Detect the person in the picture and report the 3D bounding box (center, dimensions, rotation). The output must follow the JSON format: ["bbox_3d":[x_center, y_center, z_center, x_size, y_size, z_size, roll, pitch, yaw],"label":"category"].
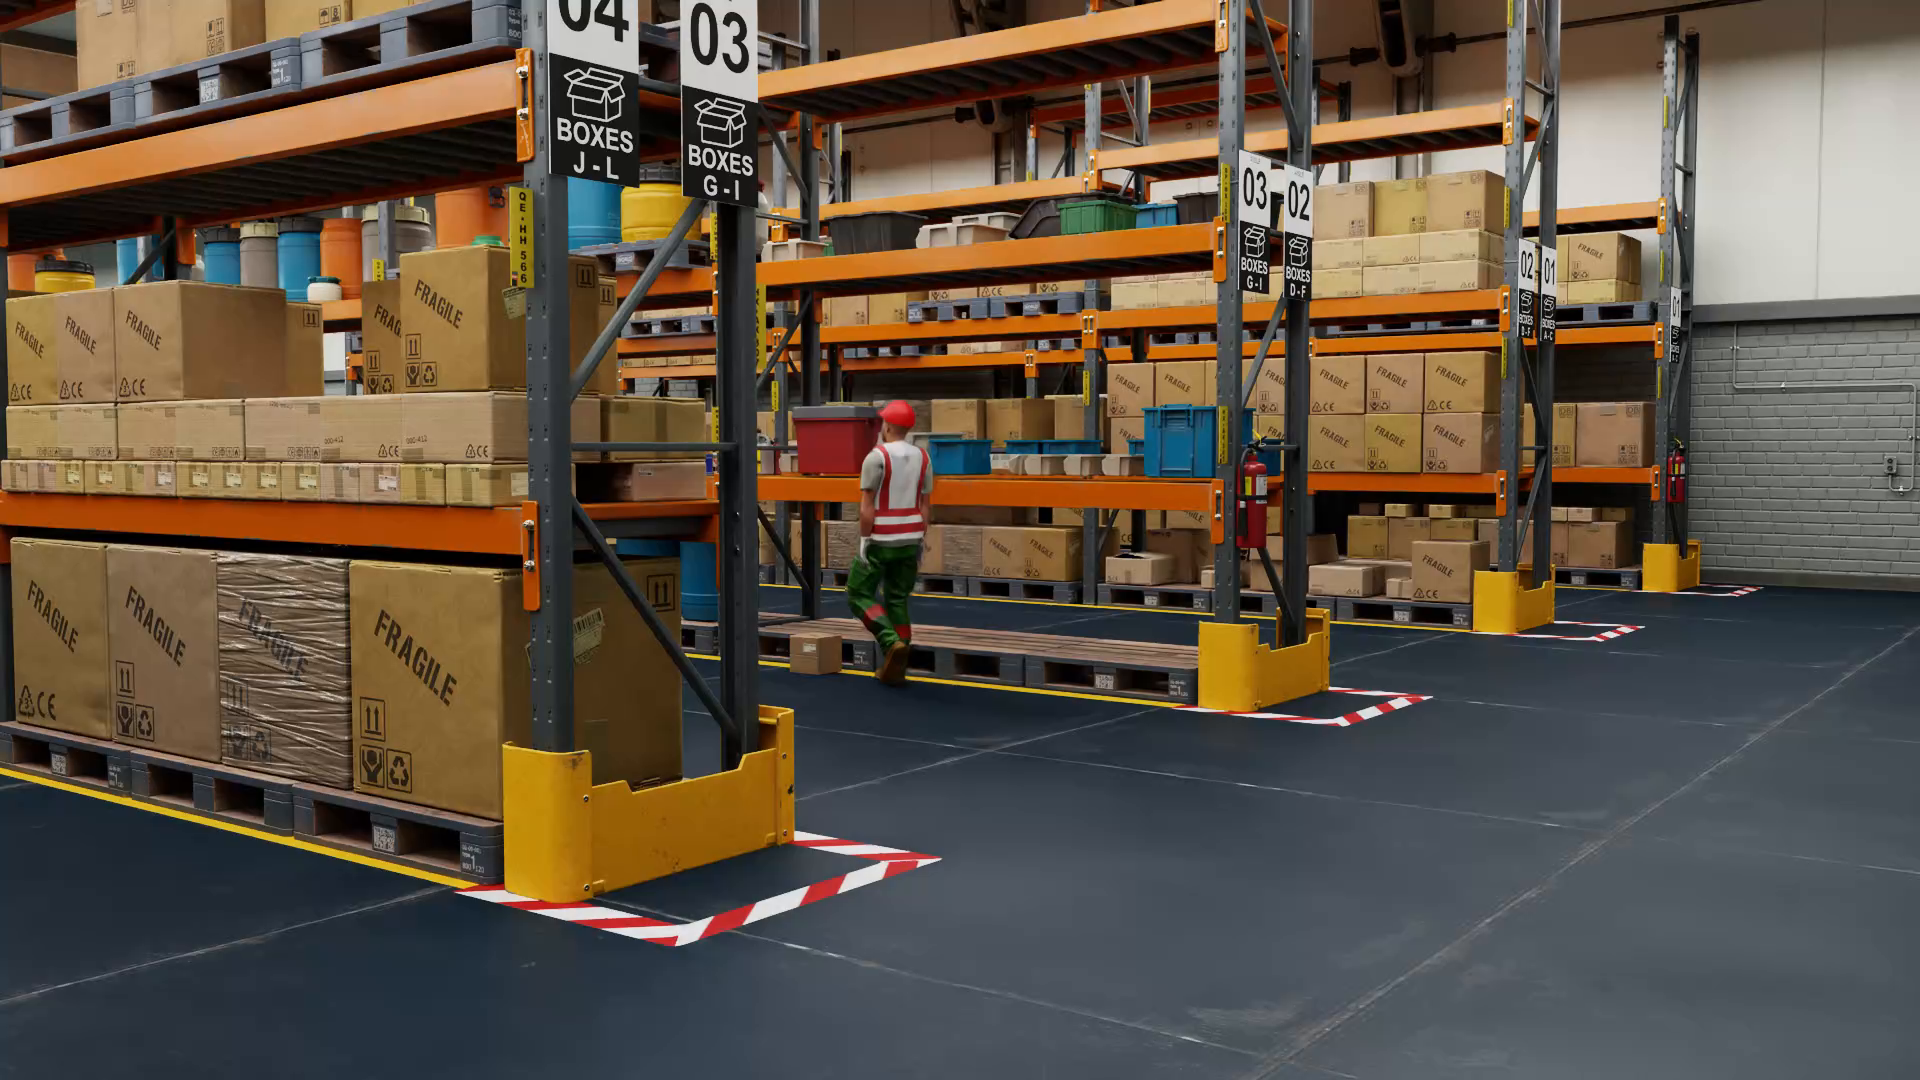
[{"bbox_3d":[-0.412,0.015,10.421,0.530,1.781,0.540,-2,4,-35],"label":"person"}]
